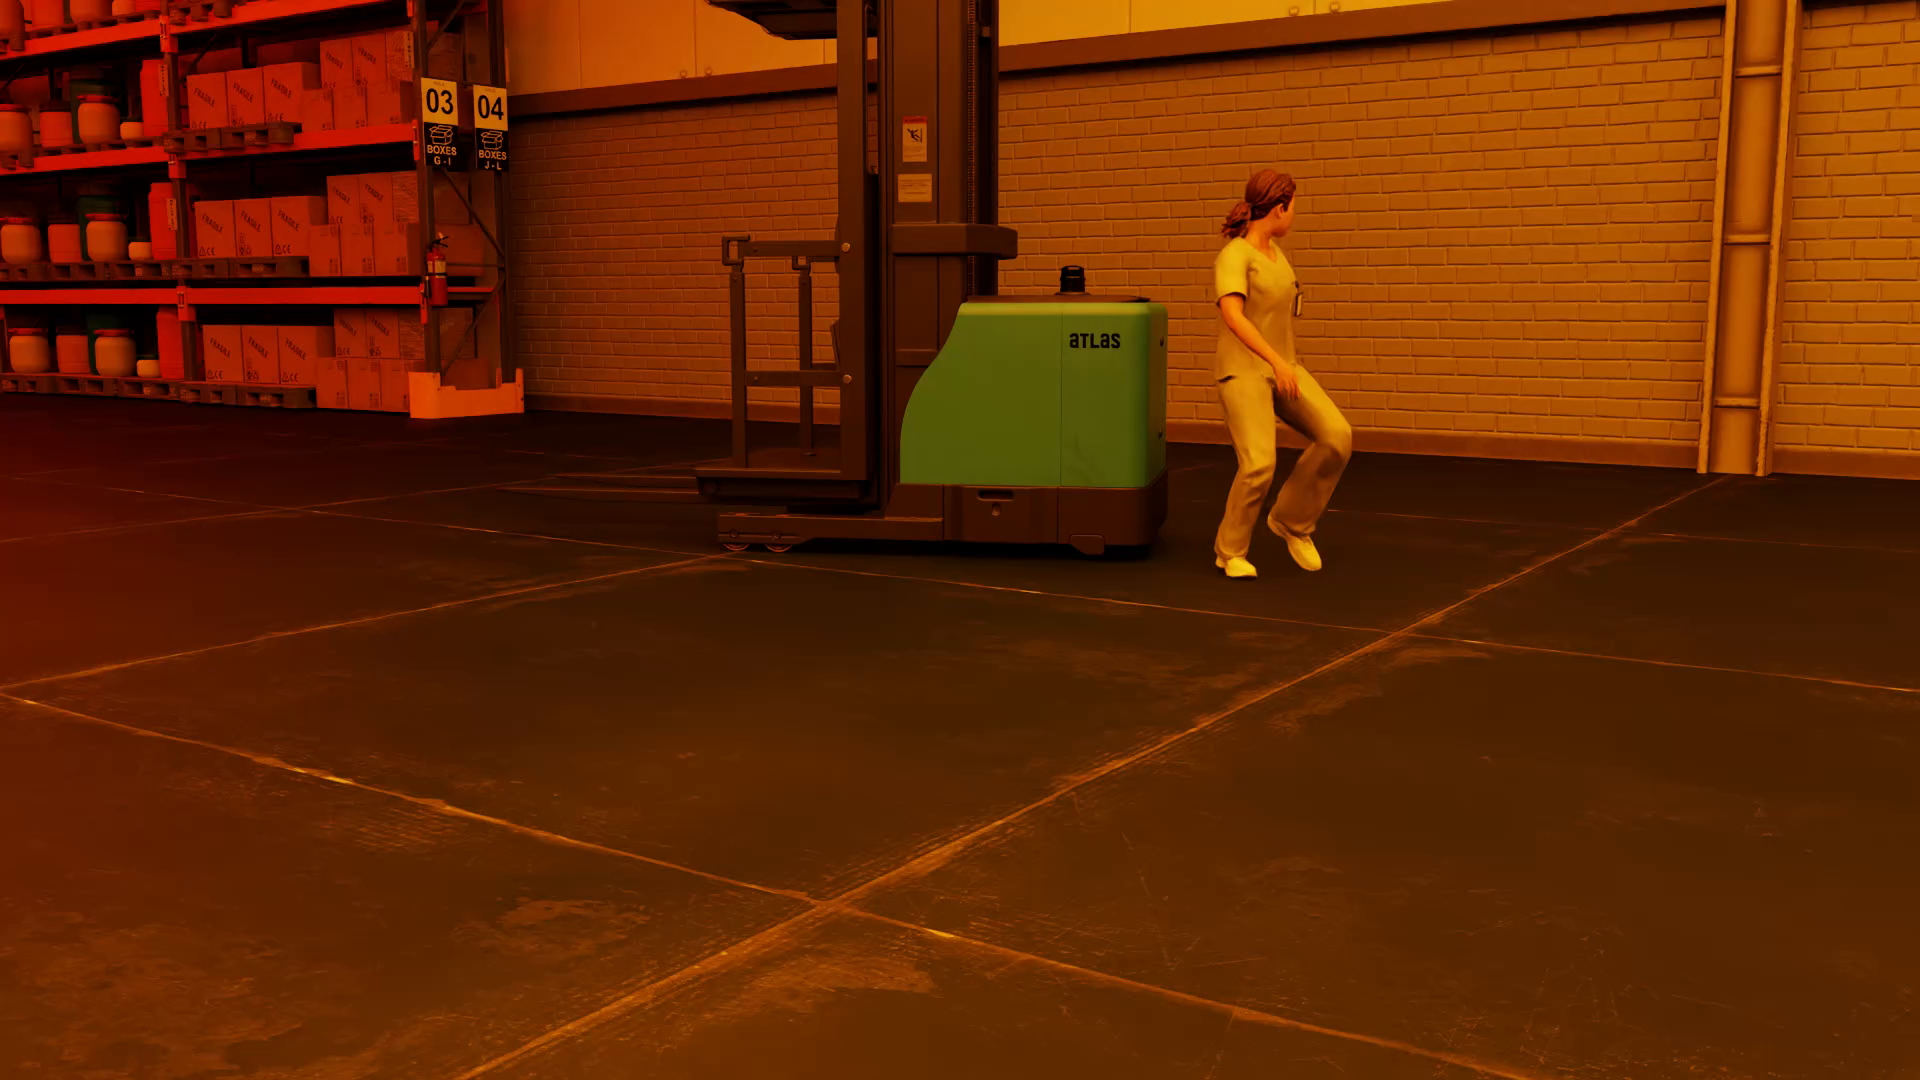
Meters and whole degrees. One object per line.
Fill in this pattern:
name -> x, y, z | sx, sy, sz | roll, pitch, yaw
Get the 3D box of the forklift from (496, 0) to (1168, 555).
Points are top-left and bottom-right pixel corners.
forklift -> -0.596, -1.469, 7.520 | 3.031, 2.935, 1.130 | 2, 8, 12

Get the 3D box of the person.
person -> 1.227, -0.650, 6.552 | 0.661, 1.585, 0.607 | -6, 10, -35
